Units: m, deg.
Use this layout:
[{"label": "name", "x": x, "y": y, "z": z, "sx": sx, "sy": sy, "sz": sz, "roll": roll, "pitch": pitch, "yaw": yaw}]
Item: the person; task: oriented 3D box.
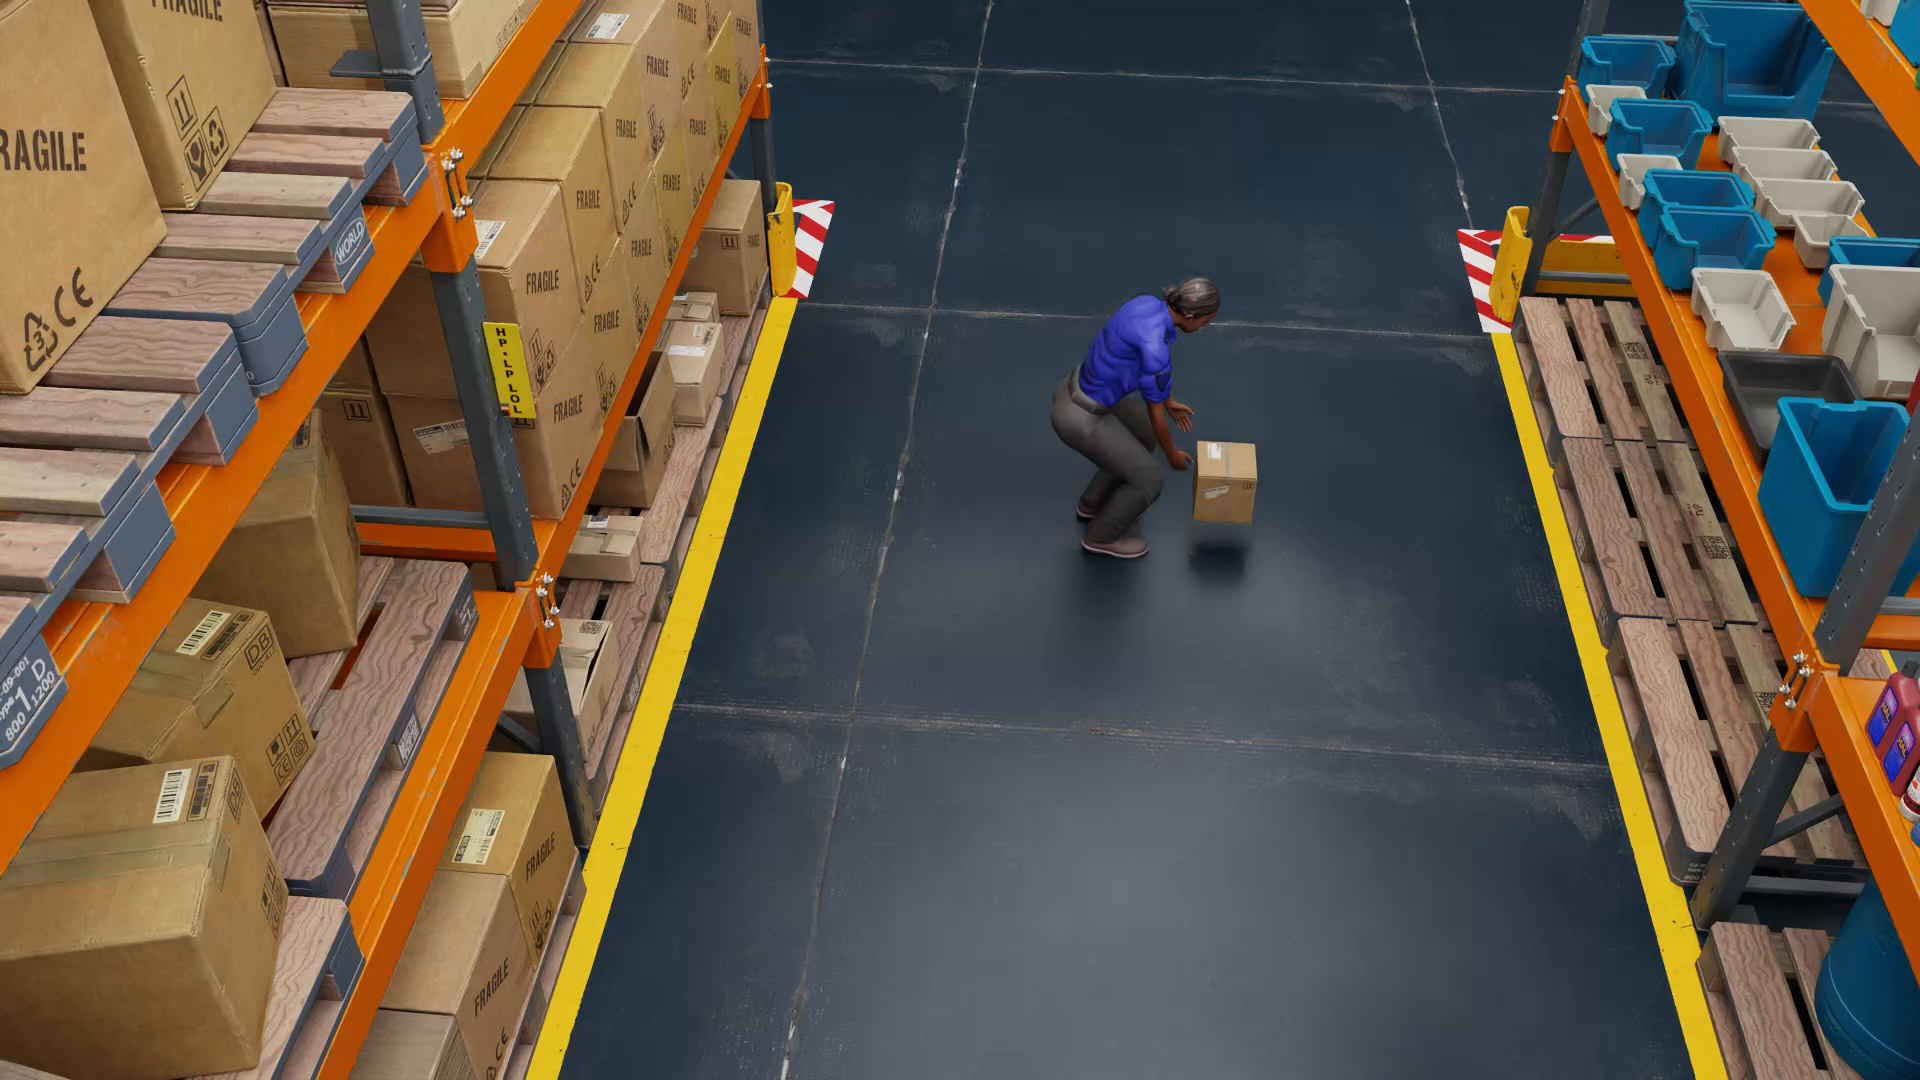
[{"label": "person", "x": 0.720, "y": -0.550, "z": 7.087, "sx": 0.667, "sy": 1.308, "sz": 0.497, "roll": 3, "pitch": 40, "yaw": 4}]
